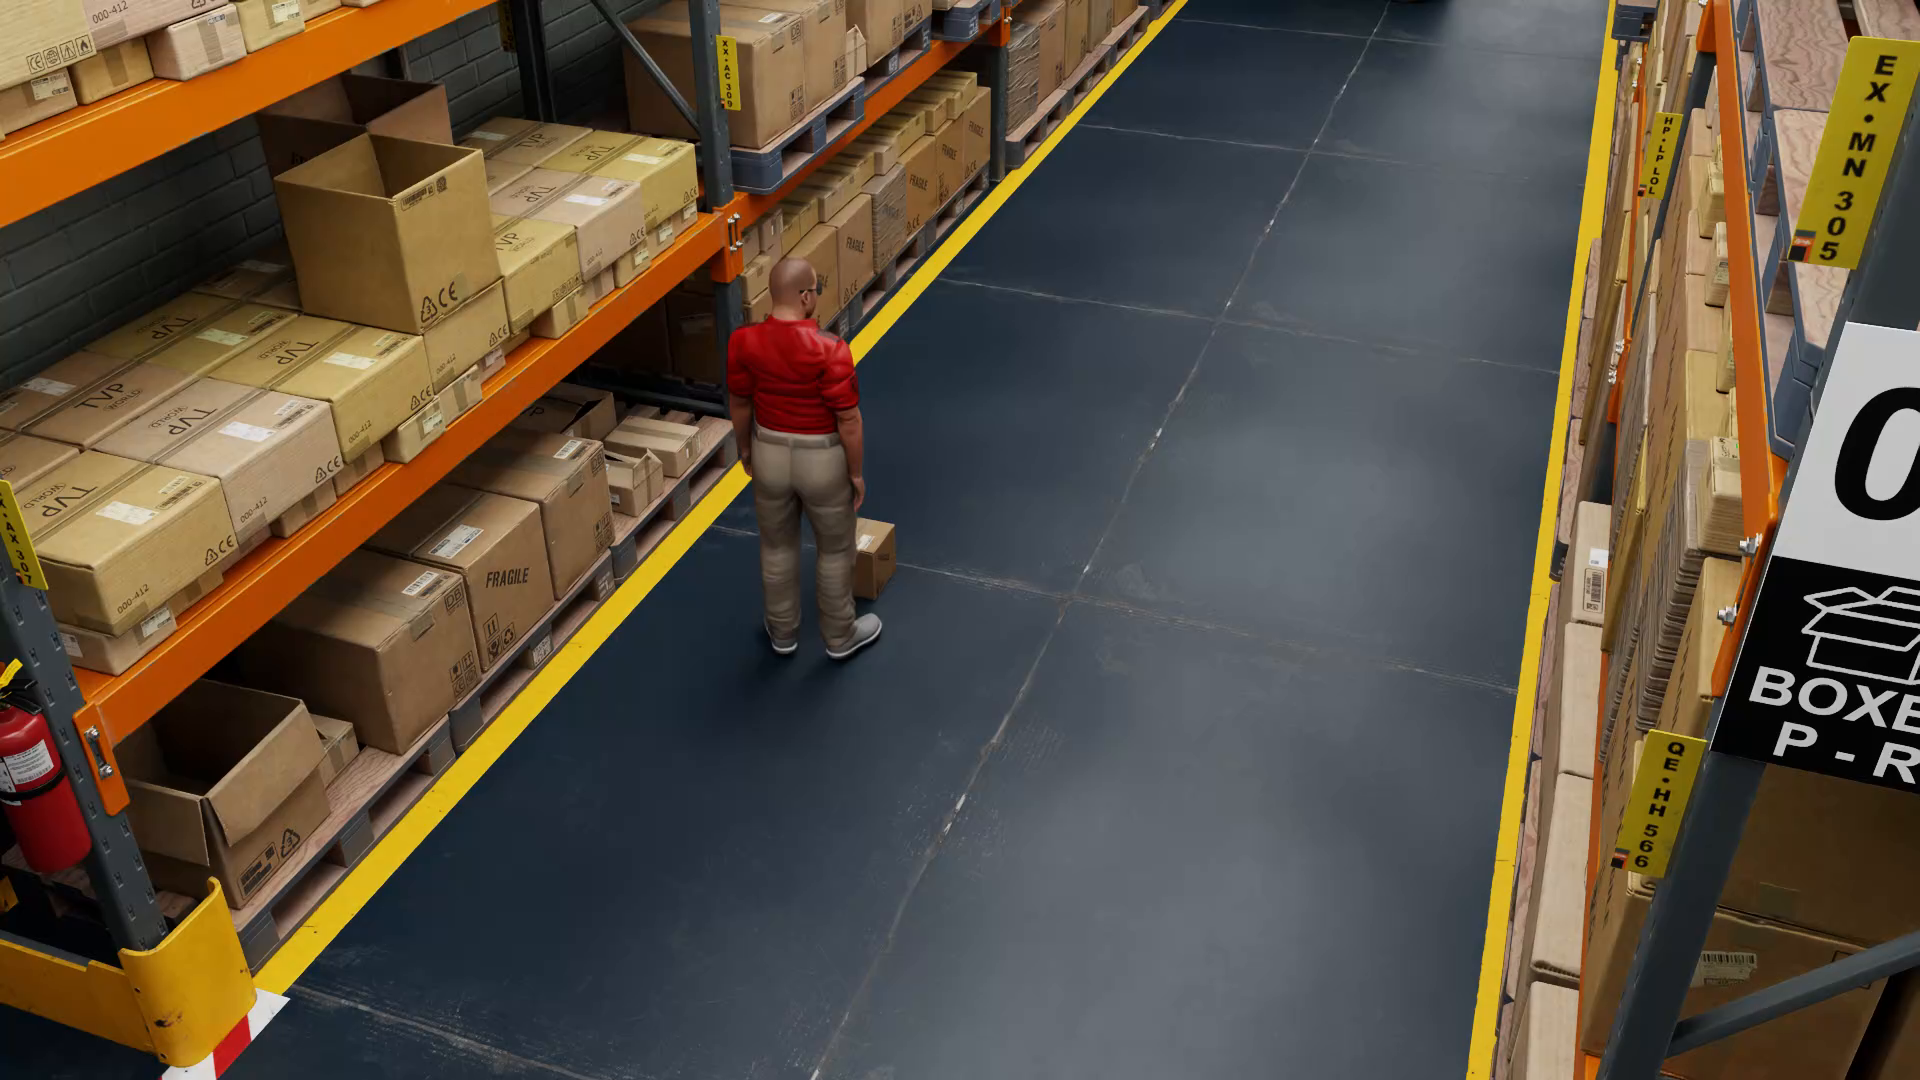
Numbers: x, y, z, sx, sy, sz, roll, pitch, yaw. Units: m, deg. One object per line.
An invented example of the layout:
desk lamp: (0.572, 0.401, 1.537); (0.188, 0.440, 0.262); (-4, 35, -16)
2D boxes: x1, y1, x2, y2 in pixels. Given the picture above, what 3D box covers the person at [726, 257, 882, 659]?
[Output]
person: (-0.627, -0.307, 6.596); (0.559, 1.731, 0.364); (7, 34, 11)
